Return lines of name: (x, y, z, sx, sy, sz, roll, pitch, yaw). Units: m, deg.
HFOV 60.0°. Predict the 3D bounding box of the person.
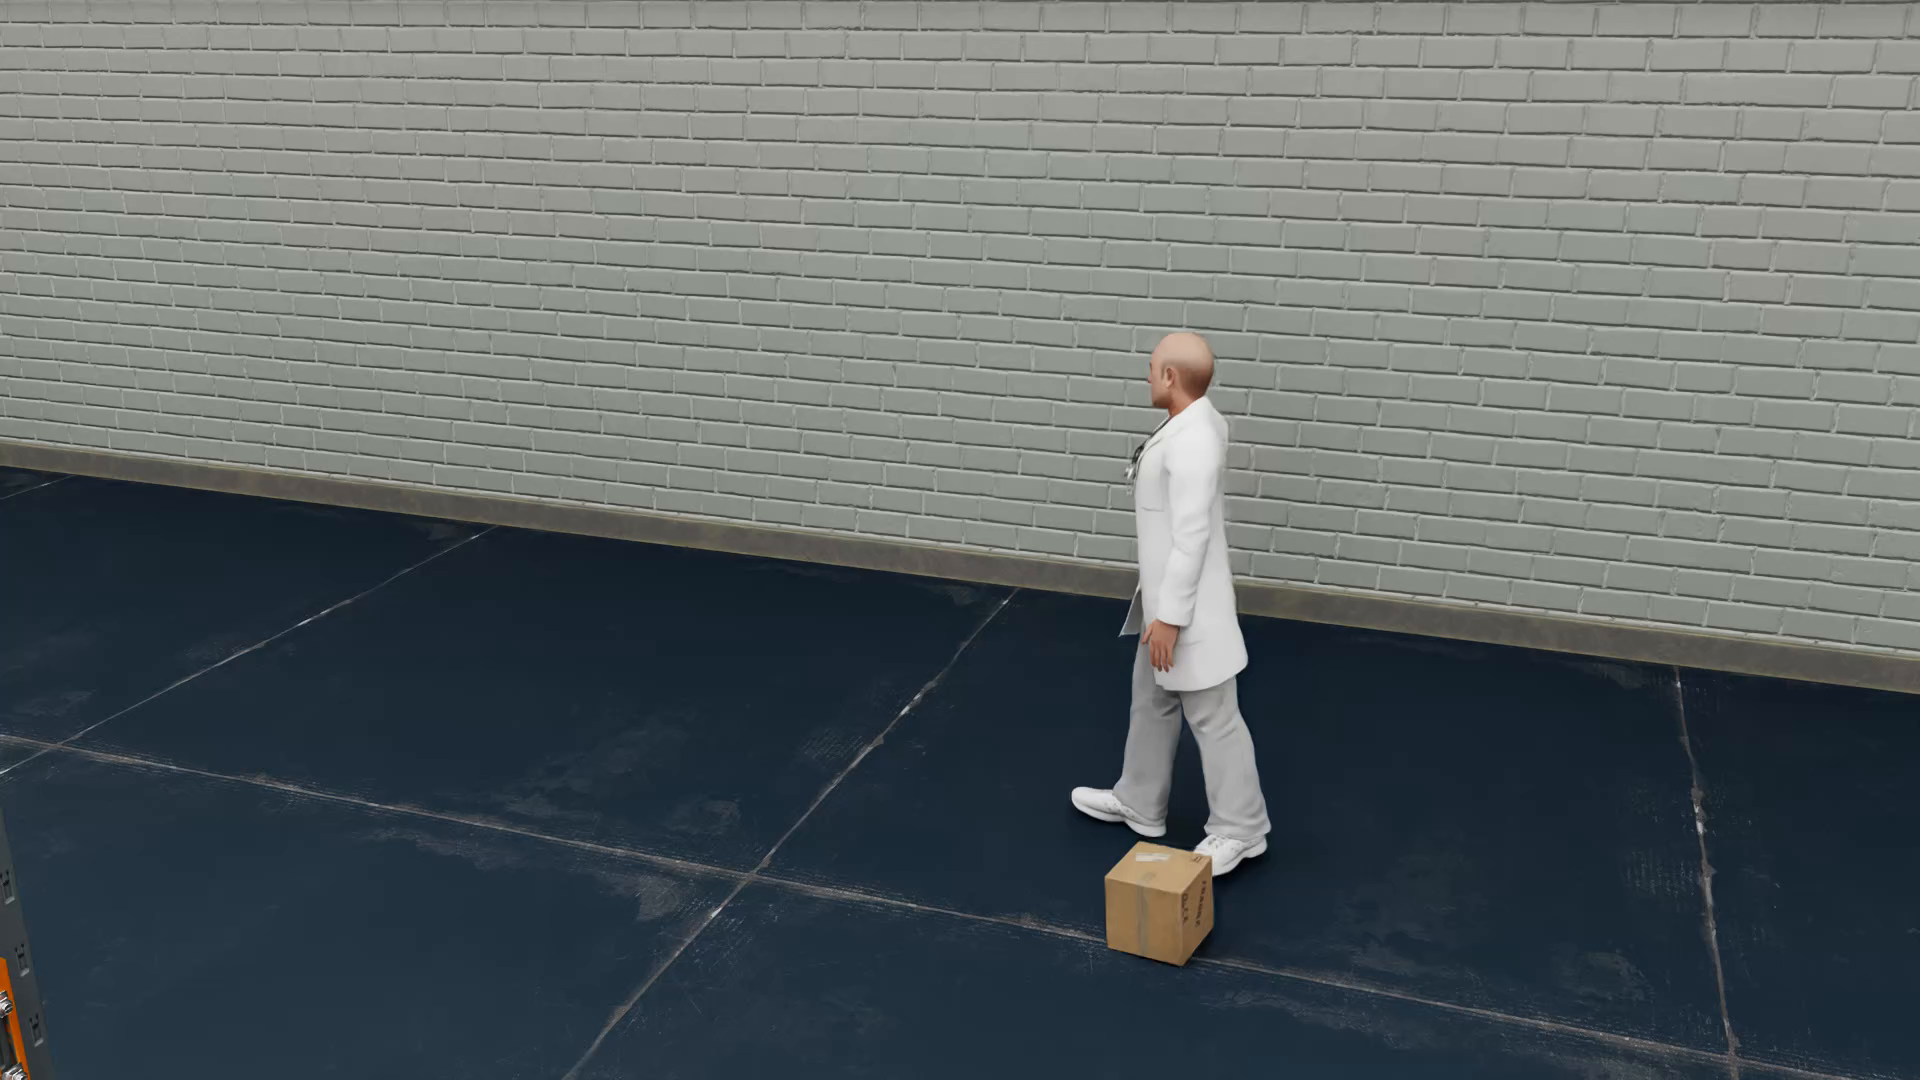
person: (0.720, 0.199, 5.481, 0.688, 1.778, 0.645, 2, 19, 7)
